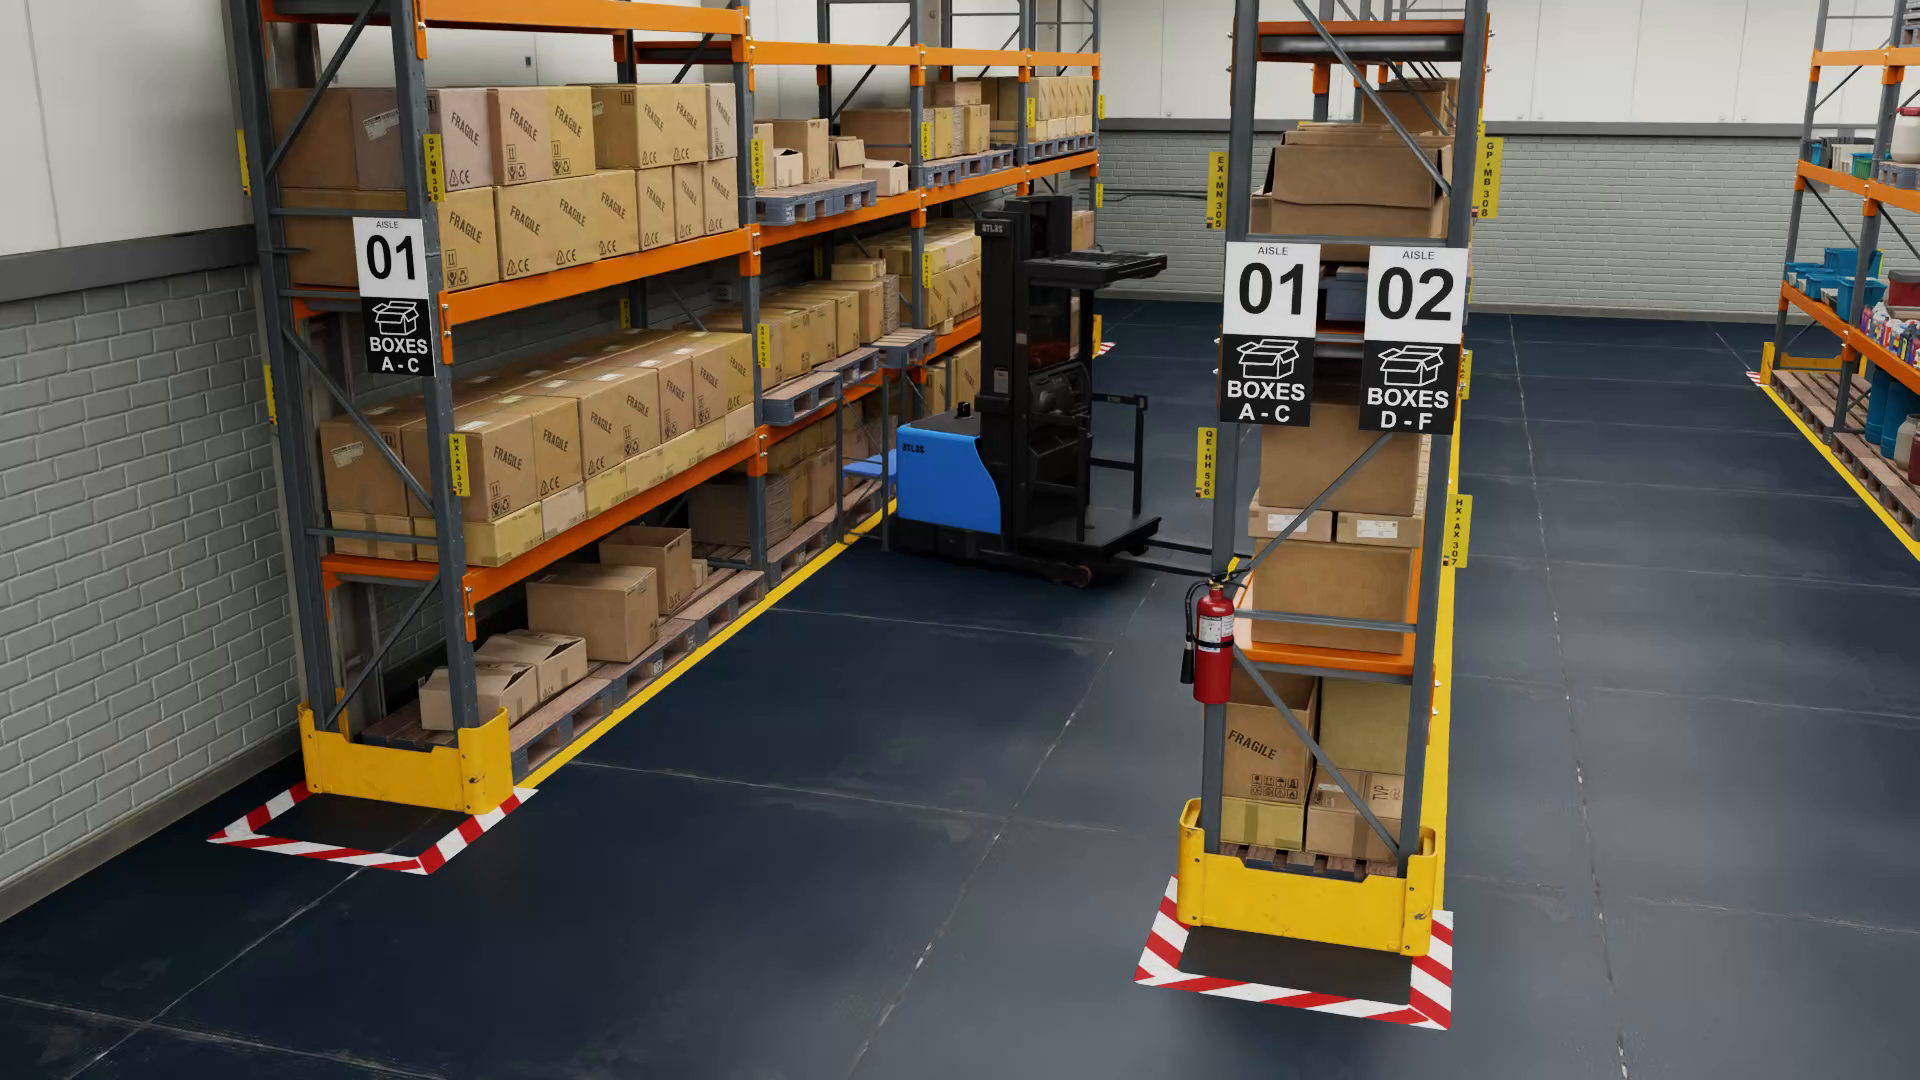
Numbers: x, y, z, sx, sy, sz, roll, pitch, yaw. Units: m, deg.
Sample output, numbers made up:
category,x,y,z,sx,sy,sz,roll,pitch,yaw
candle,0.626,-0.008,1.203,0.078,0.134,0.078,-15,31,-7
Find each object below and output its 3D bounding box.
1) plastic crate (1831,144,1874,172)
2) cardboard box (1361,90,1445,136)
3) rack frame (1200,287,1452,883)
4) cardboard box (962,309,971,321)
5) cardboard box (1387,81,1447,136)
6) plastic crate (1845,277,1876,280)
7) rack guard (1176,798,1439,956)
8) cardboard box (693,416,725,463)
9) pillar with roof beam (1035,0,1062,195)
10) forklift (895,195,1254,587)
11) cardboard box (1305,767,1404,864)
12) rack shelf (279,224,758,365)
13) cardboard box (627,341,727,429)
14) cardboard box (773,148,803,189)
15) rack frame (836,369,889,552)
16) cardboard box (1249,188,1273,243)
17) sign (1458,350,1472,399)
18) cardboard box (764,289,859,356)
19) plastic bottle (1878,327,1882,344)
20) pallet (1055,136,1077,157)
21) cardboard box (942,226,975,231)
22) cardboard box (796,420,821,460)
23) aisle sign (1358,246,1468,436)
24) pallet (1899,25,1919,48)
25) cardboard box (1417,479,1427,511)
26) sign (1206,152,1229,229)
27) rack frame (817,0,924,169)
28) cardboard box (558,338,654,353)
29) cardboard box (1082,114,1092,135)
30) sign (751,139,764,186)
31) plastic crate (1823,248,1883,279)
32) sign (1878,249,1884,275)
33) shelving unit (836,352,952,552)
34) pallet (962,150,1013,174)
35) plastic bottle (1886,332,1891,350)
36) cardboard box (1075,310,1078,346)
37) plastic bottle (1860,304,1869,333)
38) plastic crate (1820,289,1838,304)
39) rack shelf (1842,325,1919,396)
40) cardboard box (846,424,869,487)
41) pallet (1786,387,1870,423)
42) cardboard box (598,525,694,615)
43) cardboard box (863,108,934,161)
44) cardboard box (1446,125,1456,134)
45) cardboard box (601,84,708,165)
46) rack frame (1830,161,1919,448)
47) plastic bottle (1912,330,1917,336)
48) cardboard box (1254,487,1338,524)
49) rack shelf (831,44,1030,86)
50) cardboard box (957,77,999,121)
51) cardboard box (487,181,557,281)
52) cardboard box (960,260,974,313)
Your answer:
category,x,y,z,sx,sy,sz,roll,pitch,yaw
plastic crate,10.004,-4.260,18.572,0.437,0.282,0.530,5,16,16
cardboard box,3.124,-2.918,11.756,0.500,0.500,0.500,6,17,21
rack frame,1.635,0.371,7.525,1.000,3.000,0.127,5,16,16
cardboard box,-0.101,-2.464,17.944,0.380,0.149,0.250,5,17,16
cardboard box,4.038,-3.808,14.745,0.500,0.500,0.500,5,16,16
plastic crate,10.872,-3.105,20.151,0.396,0.136,0.243,5,16,16
rack guard,1.628,1.580,7.844,1.175,0.500,0.348,5,16,16
cardboard box,-1.972,-0.719,11.606,0.500,0.250,0.500,5,17,16
pillar with roof beam,5.497,-7.524,24.365,9.100,9.000,0.400,5,16,16
forklift,0.978,-1.208,13.218,3.031,2.935,1.130,10,19,31
cardboard box,2.001,1.369,8.276,0.500,0.250,0.500,5,16,16
rack shelf,-2.547,-1.633,10.409,1.077,0.370,4.000,5,16,16
cardboard box,-1.953,-1.078,11.498,0.500,0.500,0.500,5,16,16
cardboard box,-1.572,-2.959,13.161,0.500,0.311,0.500,5,17,18
rack frame,-0.816,-0.662,13.897,0.500,1.500,0.032,10,19,29
cardboard box,1.709,-1.591,8.194,0.500,0.250,0.500,5,16,16
sign,3.304,-1.088,10.935,0.100,0.325,0.005,5,16,16
cardboard box,-1.299,-1.914,14.589,0.700,0.500,0.500,5,16,16
plastic bottle,9.078,-2.022,16.323,0.097,0.201,0.097,0,16,0
pallet,0.886,-5.084,21.421,1.003,0.211,1.213,5,16,16
cardboard box,0.108,-3.305,18.345,0.500,0.250,0.500,5,17,17
cardboard box,-1.520,-0.874,14.315,0.500,0.250,0.500,4,16,14
aisle sign,1.910,-0.839,7.026,0.394,0.787,0.004,5,16,16
pallet,9.587,-4.768,15.726,1.003,0.211,1.213,5,16,16
cardboard box,2.098,-0.210,8.200,0.380,0.149,0.250,5,16,16
sign,1.119,-1.506,7.167,0.100,0.325,0.005,5,16,16
rack frame,-0.842,-4.991,15.436,1.000,3.000,0.127,5,16,16
cardboard box,-2.463,-1.115,11.628,0.500,0.500,0.500,5,16,16
cardboard box,1.478,-5.607,22.426,0.500,0.250,0.500,5,17,18
sign,-1.456,-2.710,11.944,0.100,0.325,0.005,5,16,16
plastic crate,11.014,-3.374,20.552,0.616,0.435,0.499,5,16,16
sign,11.462,-3.470,20.768,0.100,0.325,0.005,5,16,16
shelving unit,-0.560,-0.781,14.320,0.538,1.500,1.048,10,19,29
pallet,0.081,-4.259,18.702,0.805,0.209,1.217,4,16,14
plastic bottle,8.974,-1.926,15.986,0.097,0.201,0.097,0,16,0
cardboard box,1.328,-3.007,23.245,0.700,0.500,0.500,5,16,16
plastic bottle,9.280,-2.265,17.030,0.061,0.283,0.133,5,16,16
plastic crate,10.000,-2.764,18.952,0.293,0.136,0.466,5,16,16
rack shelf,9.225,-1.514,15.489,1.077,0.370,4.000,5,16,16
cardboard box,-1.255,-0.796,15.414,0.700,0.500,0.500,5,16,16
pallet,10.310,-1.558,19.434,1.003,0.211,1.213,5,16,16
cardboard box,-2.236,0.207,11.878,0.500,0.500,0.500,3,16,12
cardboard box,-0.659,-4.082,16.738,0.700,0.500,0.500,4,16,13
cardboard box,5.421,-4.488,18.517,0.500,0.250,0.500,5,16,16
cardboard box,-2.008,-2.744,10.956,0.500,0.500,0.500,6,17,19
rack frame,9.793,-2.384,17.236,1.000,3.000,0.127,5,16,16
plastic bottle,8.836,-1.797,15.383,0.061,0.283,0.133,5,16,16
cardboard box,1.634,-0.173,8.069,0.380,0.149,0.250,5,17,17
rack shelf,-0.274,-4.976,17.434,1.077,0.370,4.000,5,16,16
cardboard box,0.269,-5.334,20.090,0.500,0.500,0.500,4,16,15
cardboard box,-2.594,-1.719,9.176,0.500,0.500,0.500,6,17,20
cardboard box,-0.159,-2.679,17.514,0.500,0.500,0.500,5,16,16
